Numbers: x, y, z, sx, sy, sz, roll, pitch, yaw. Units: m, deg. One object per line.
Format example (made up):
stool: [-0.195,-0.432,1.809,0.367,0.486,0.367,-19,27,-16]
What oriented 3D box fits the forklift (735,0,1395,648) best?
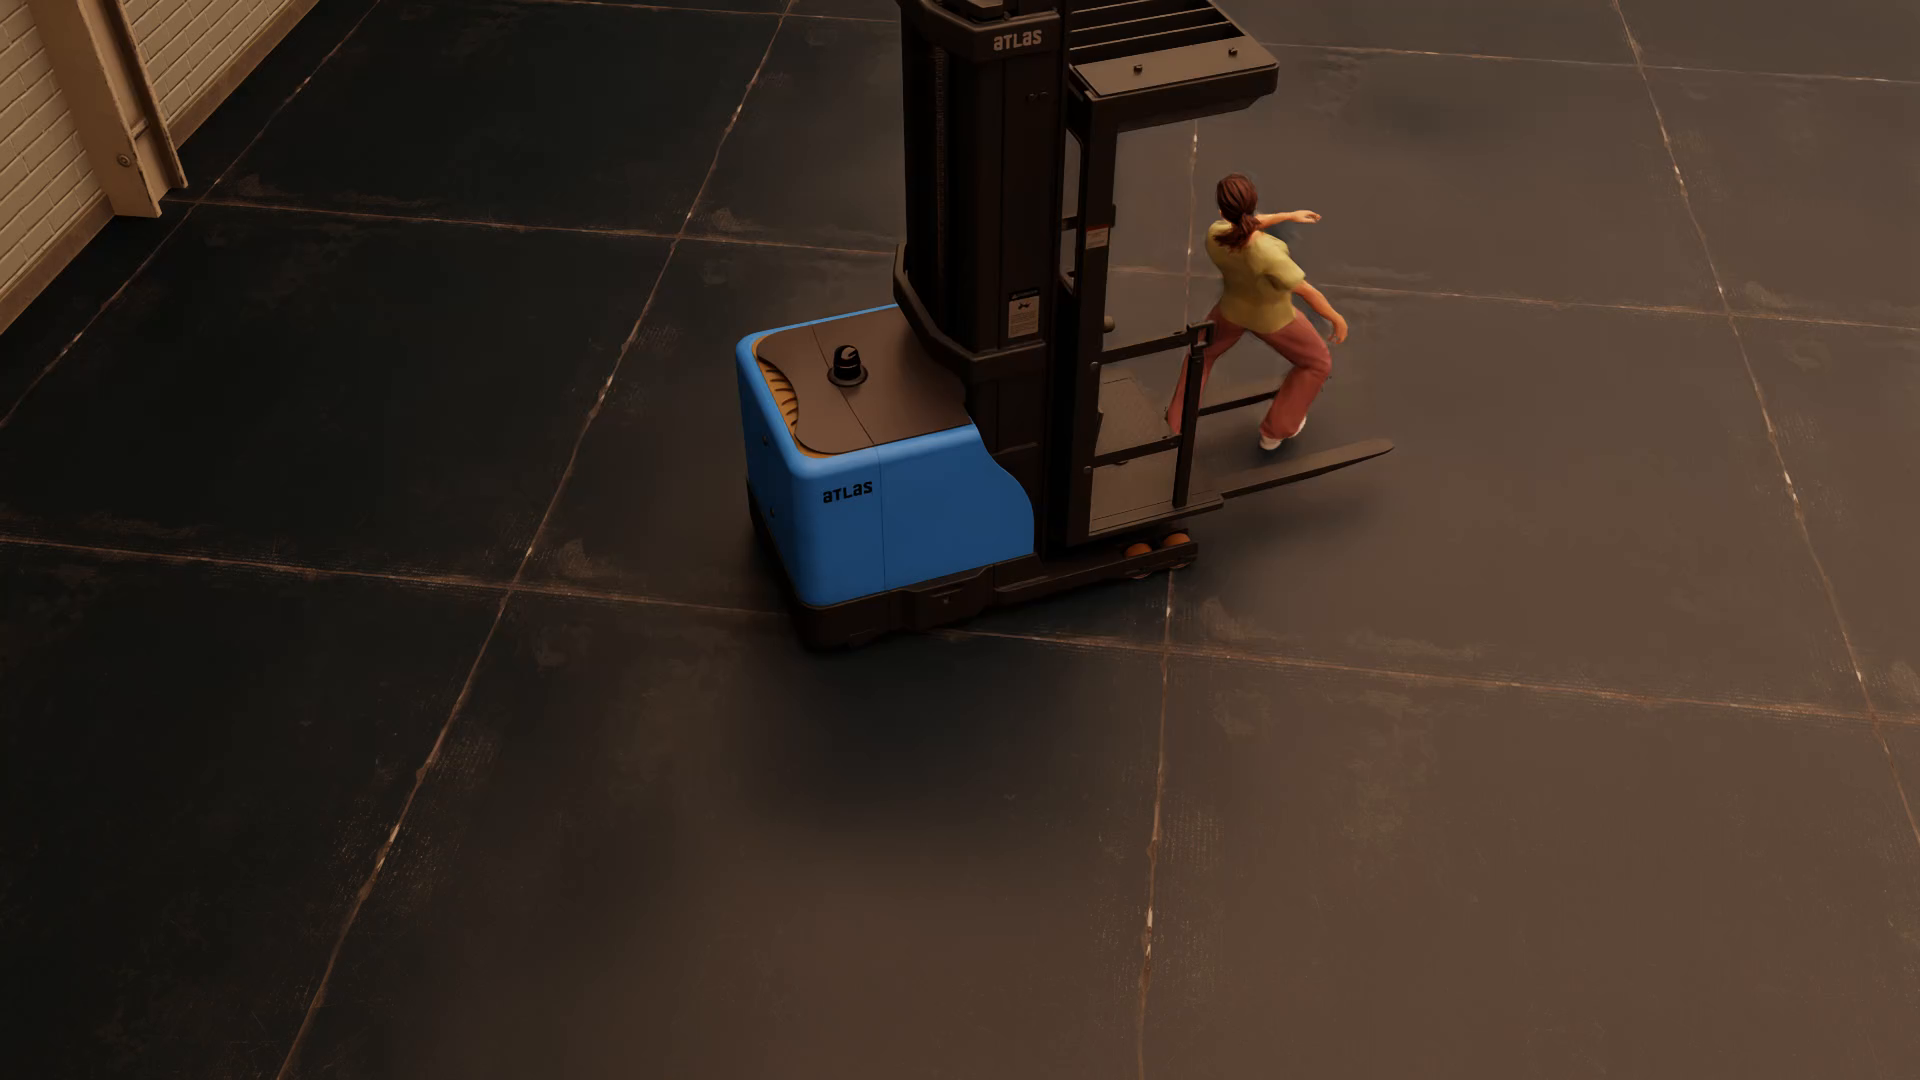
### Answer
forklift: [0.572,-1.223,7.055,3.031,2.935,1.130,-14,44,-15]

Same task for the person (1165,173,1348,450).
person: [1.465,-1.066,7.886,0.773,1.510,0.824,21,47,21]
